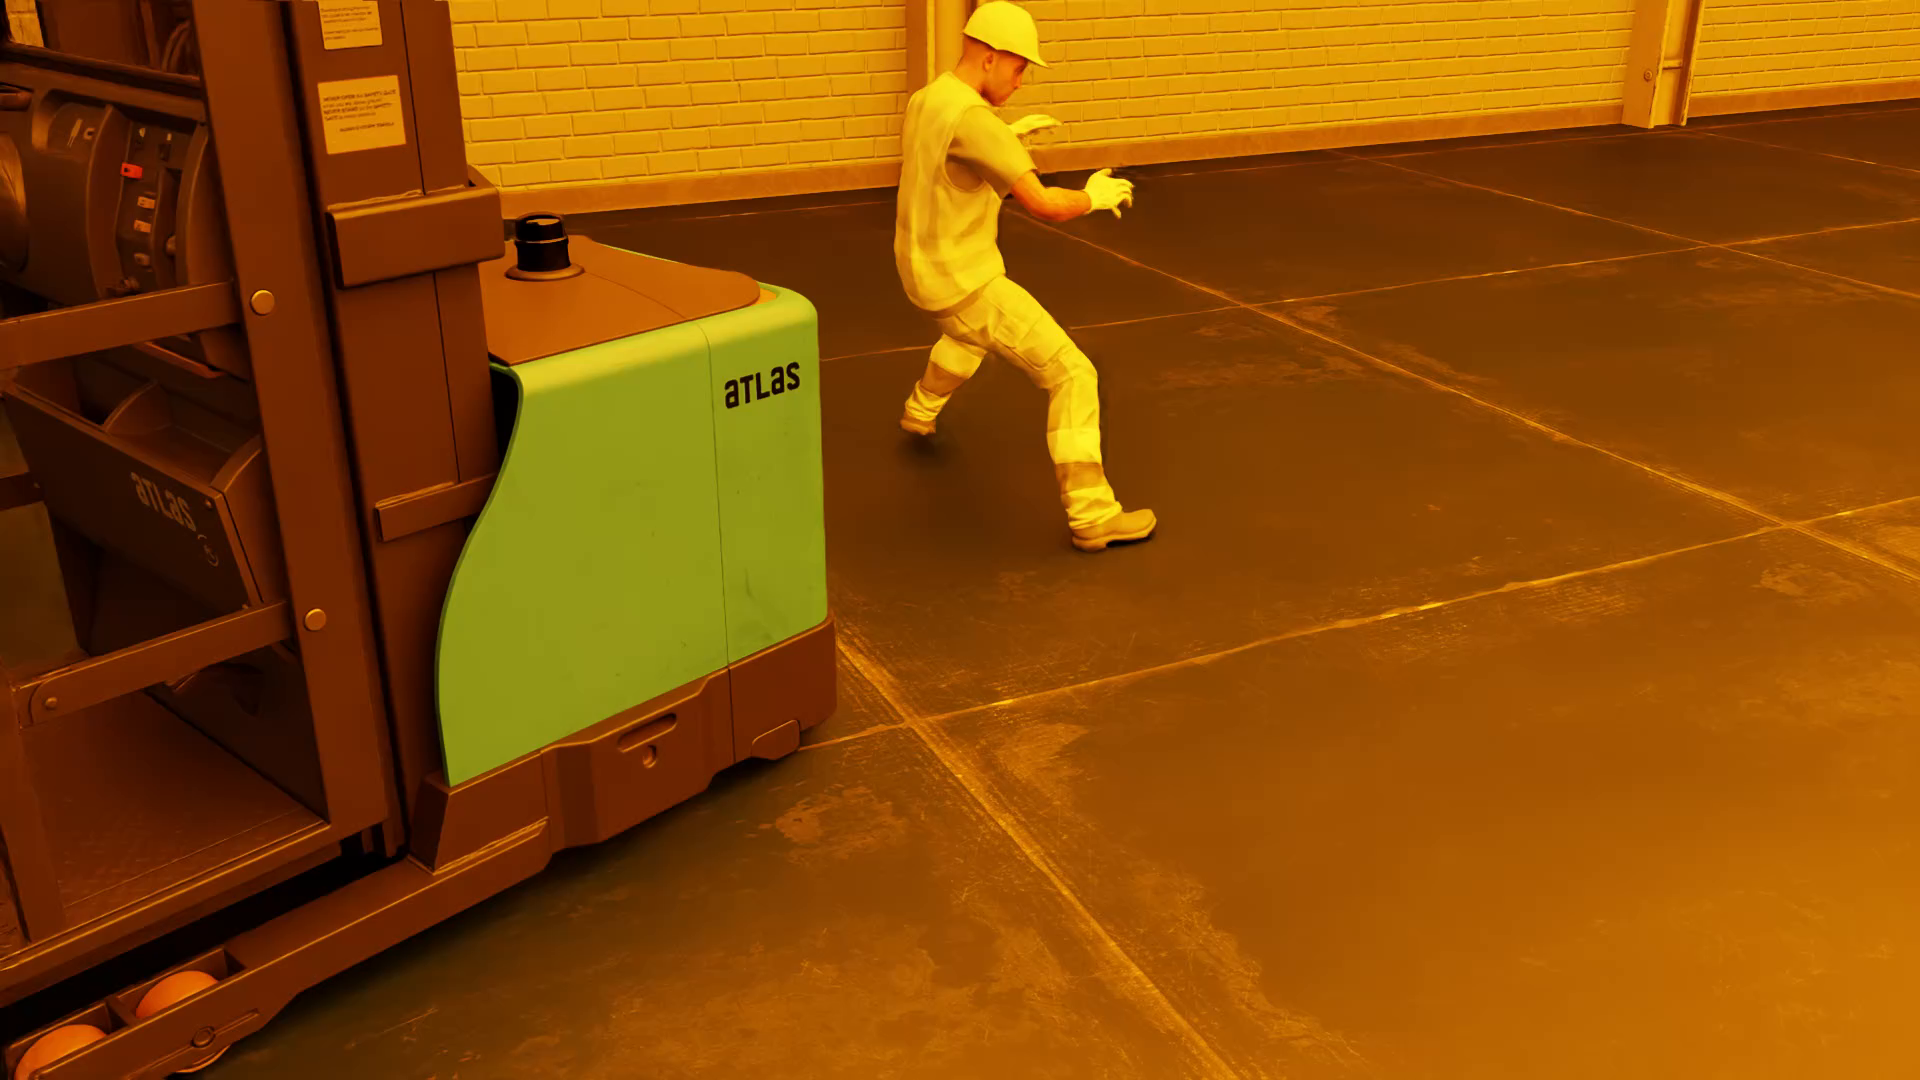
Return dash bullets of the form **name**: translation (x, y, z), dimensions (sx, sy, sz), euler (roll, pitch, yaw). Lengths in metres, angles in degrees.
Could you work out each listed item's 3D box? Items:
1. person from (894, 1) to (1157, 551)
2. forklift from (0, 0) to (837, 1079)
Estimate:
- **person**: translation (0.142, -0.893, 5.242), dimensions (0.691, 1.547, 1.228), euler (-6, 23, -14)
- **forklift**: translation (-1.652, -0.596, 2.722), dimensions (1.130, 2.935, 3.031), euler (19, 29, 38)
